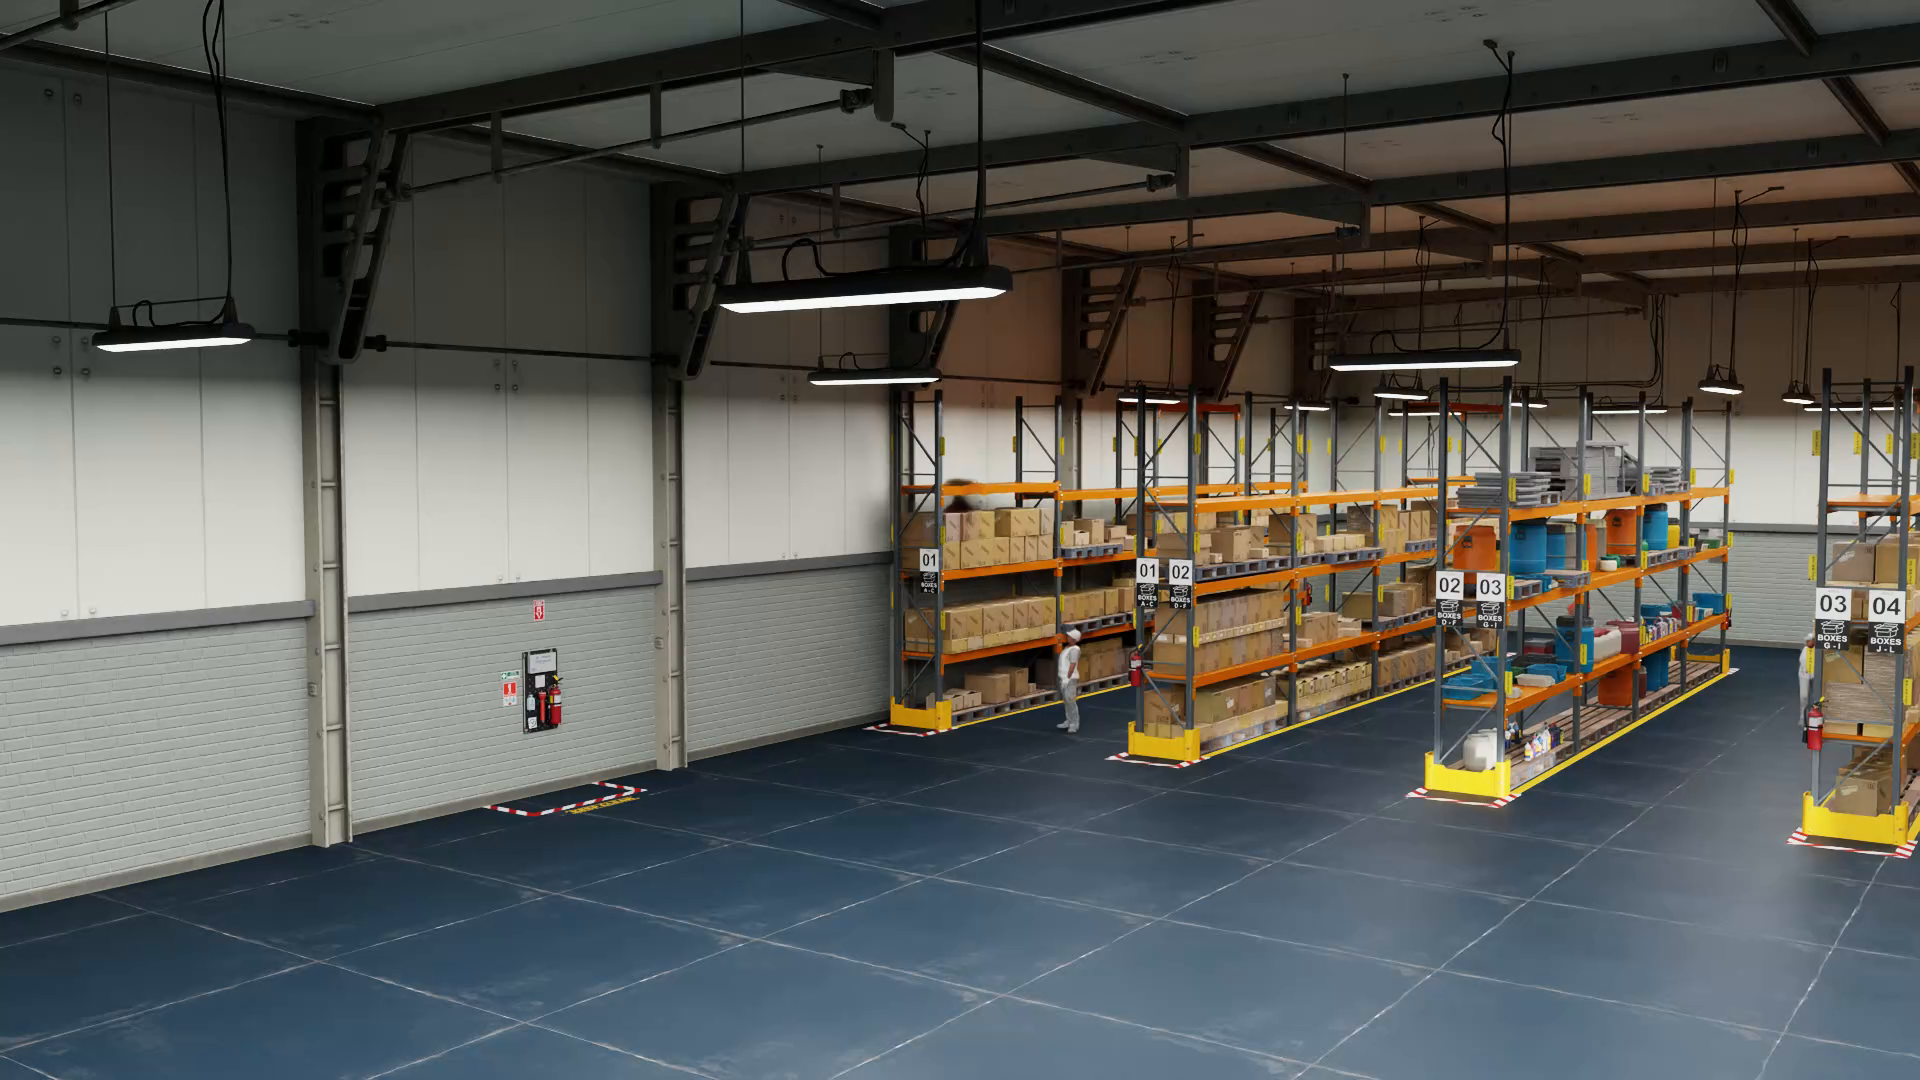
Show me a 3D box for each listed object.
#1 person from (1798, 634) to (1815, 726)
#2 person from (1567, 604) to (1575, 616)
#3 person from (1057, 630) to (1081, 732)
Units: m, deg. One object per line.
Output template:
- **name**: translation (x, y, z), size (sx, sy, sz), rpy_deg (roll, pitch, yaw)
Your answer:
- **person**: translation (15.267, 2.485, 29.713), size (0.561, 1.613, 1.028), rpy_deg (2, 4, 35)
- **person**: translation (12.528, 2.178, 34.288), size (0.615, 1.731, 0.965), rpy_deg (2, 4, 35)
- **person**: translation (1.909, 2.482, 29.382), size (0.448, 1.813, 0.594), rpy_deg (-1, 3, -19)
